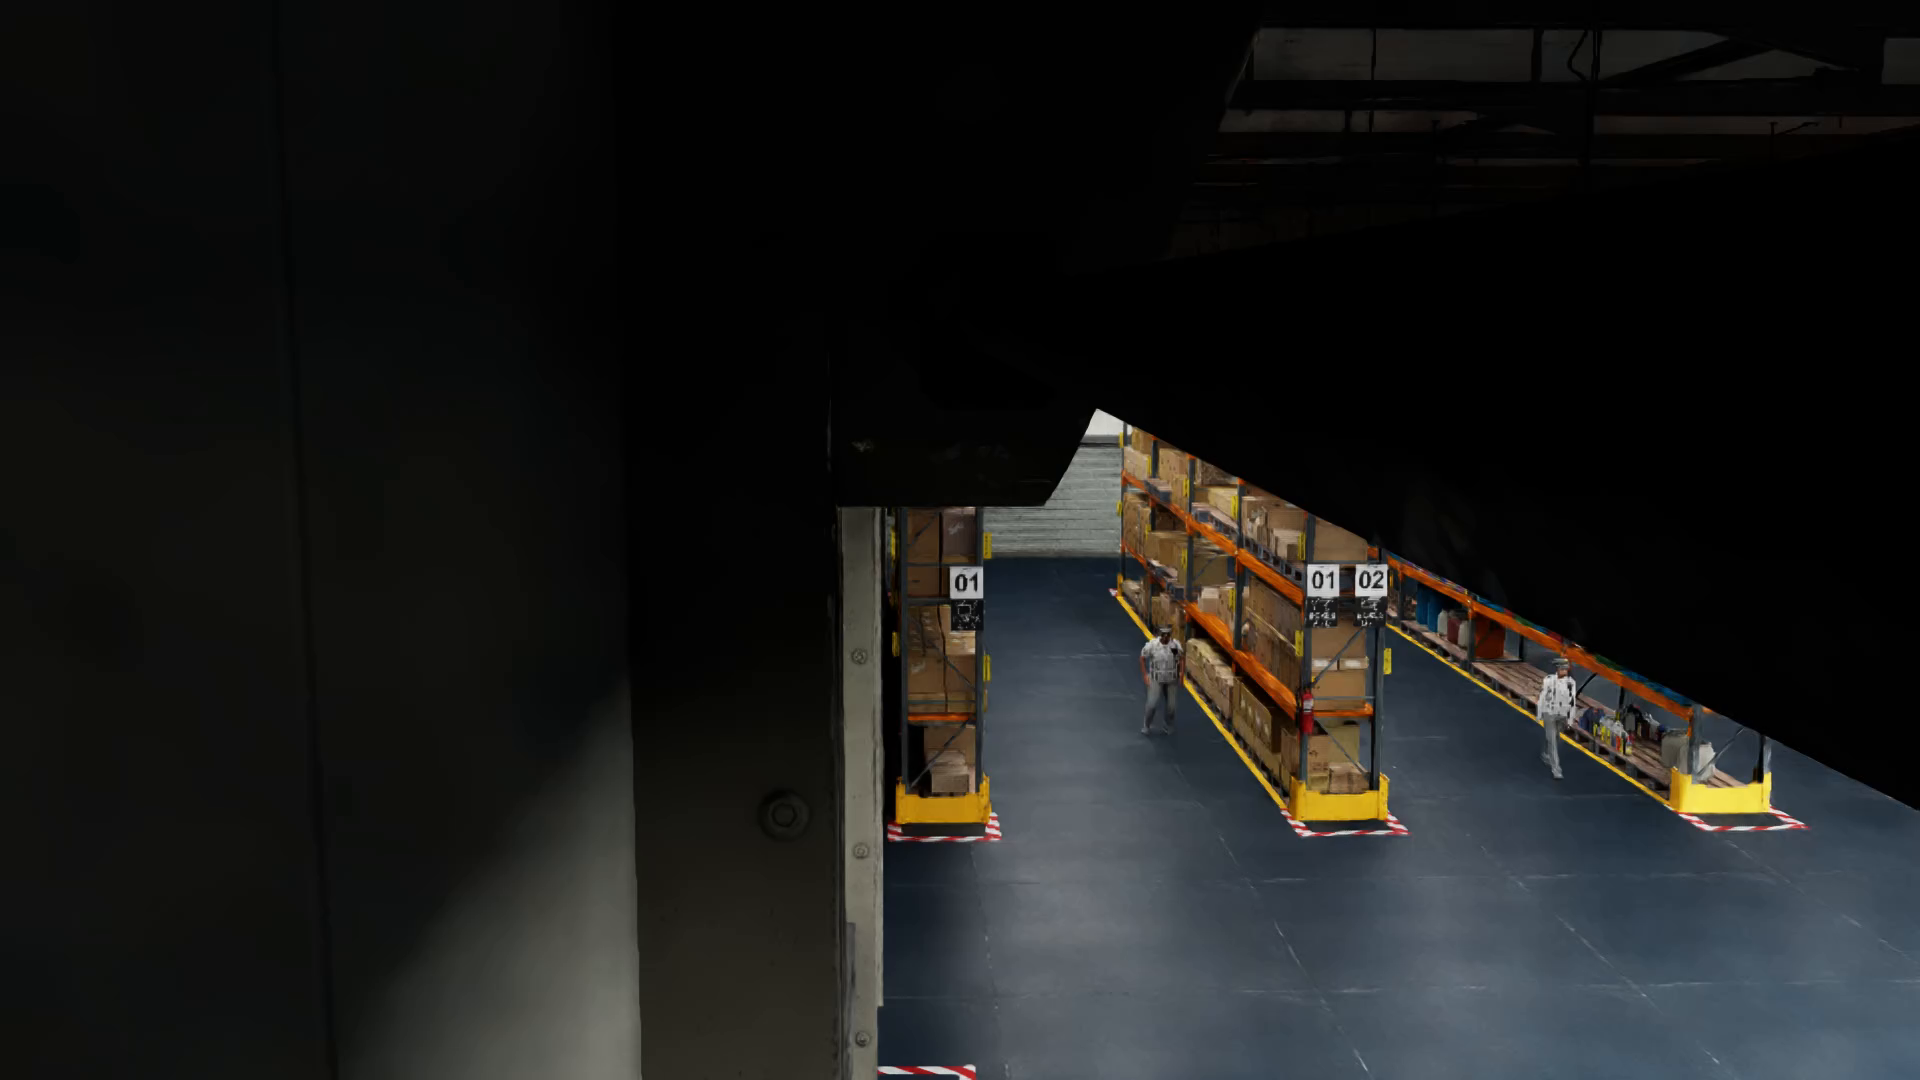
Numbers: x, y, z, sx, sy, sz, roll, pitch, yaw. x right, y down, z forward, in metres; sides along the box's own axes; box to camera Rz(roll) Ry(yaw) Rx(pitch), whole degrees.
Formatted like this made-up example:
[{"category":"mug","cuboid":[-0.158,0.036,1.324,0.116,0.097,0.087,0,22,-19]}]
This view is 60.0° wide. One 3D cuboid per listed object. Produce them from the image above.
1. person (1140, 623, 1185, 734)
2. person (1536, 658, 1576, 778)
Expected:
[{"category":"person","cuboid":[2.998,2.036,24.642,0.682,1.715,0.542,0,8,-3]},{"category":"person","cuboid":[8.130,2.362,22.581,0.489,1.582,1.075,-1,8,-4]}]
